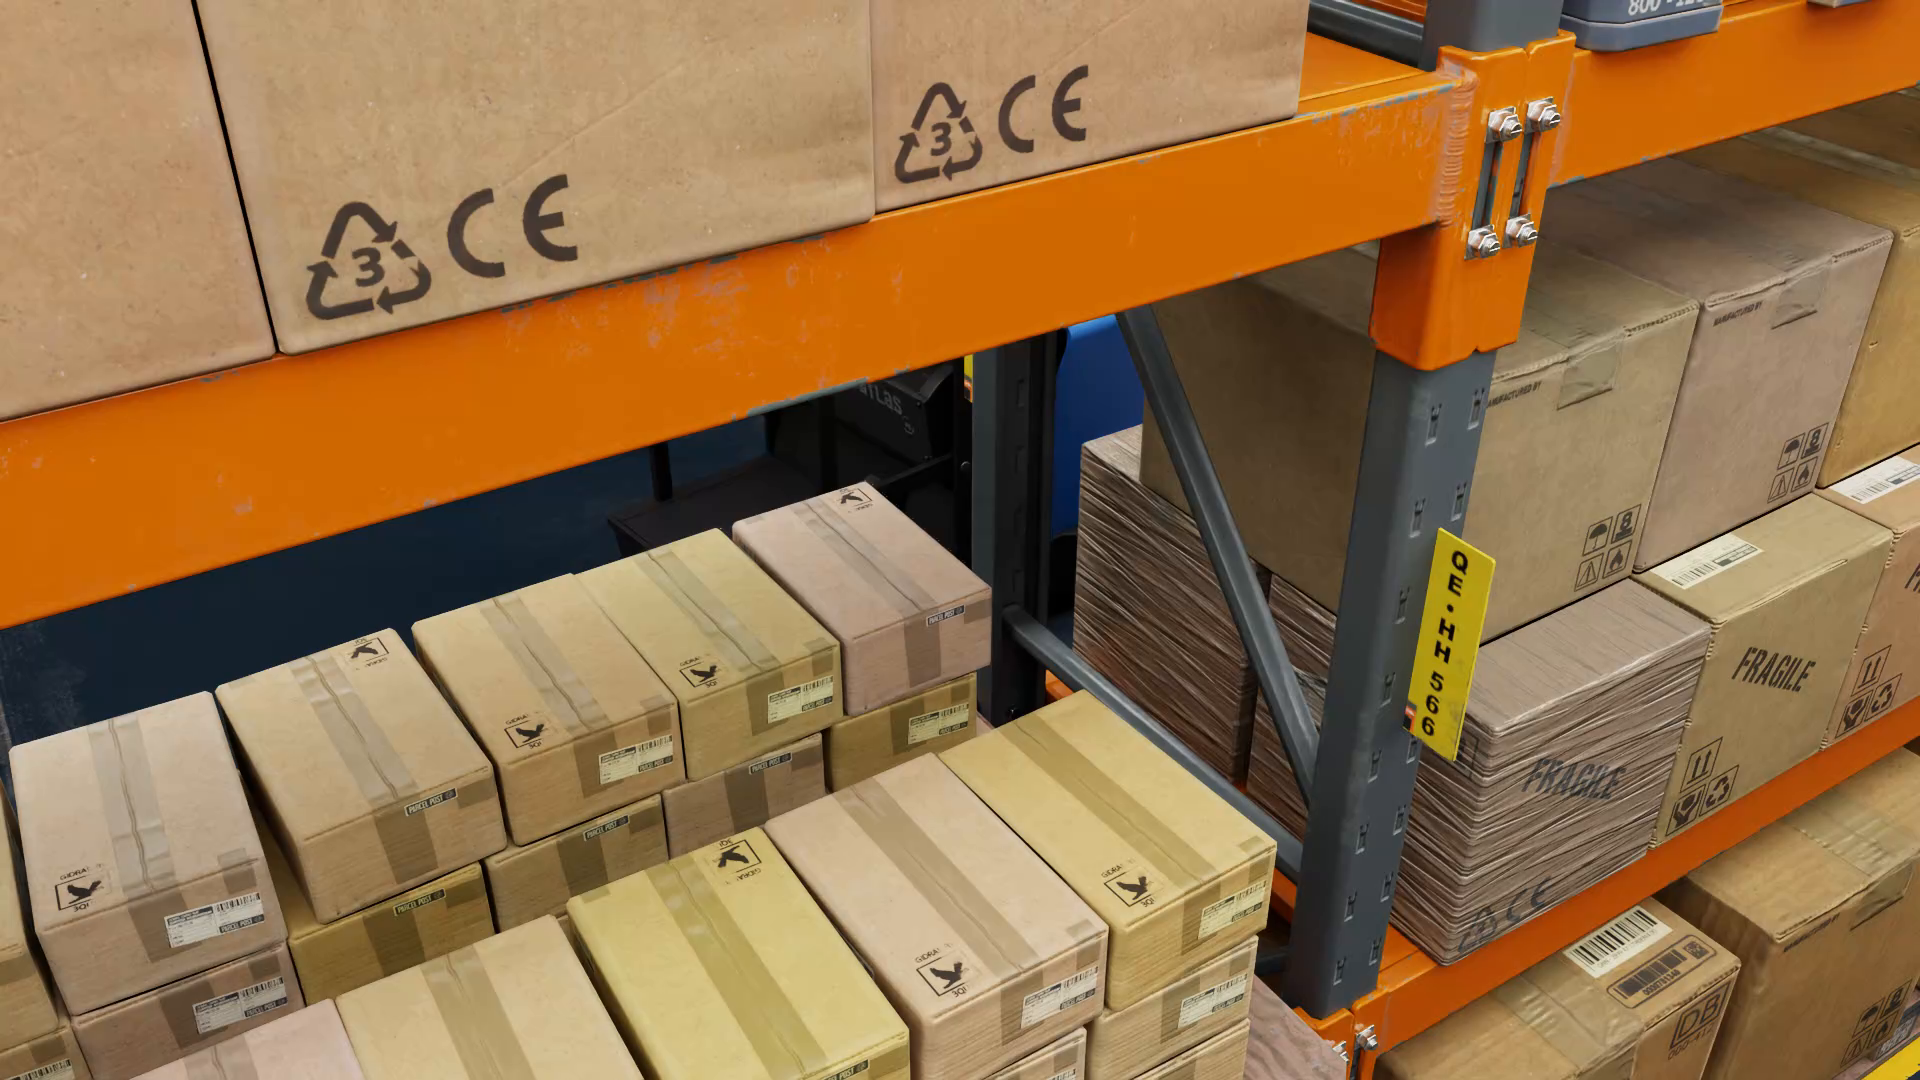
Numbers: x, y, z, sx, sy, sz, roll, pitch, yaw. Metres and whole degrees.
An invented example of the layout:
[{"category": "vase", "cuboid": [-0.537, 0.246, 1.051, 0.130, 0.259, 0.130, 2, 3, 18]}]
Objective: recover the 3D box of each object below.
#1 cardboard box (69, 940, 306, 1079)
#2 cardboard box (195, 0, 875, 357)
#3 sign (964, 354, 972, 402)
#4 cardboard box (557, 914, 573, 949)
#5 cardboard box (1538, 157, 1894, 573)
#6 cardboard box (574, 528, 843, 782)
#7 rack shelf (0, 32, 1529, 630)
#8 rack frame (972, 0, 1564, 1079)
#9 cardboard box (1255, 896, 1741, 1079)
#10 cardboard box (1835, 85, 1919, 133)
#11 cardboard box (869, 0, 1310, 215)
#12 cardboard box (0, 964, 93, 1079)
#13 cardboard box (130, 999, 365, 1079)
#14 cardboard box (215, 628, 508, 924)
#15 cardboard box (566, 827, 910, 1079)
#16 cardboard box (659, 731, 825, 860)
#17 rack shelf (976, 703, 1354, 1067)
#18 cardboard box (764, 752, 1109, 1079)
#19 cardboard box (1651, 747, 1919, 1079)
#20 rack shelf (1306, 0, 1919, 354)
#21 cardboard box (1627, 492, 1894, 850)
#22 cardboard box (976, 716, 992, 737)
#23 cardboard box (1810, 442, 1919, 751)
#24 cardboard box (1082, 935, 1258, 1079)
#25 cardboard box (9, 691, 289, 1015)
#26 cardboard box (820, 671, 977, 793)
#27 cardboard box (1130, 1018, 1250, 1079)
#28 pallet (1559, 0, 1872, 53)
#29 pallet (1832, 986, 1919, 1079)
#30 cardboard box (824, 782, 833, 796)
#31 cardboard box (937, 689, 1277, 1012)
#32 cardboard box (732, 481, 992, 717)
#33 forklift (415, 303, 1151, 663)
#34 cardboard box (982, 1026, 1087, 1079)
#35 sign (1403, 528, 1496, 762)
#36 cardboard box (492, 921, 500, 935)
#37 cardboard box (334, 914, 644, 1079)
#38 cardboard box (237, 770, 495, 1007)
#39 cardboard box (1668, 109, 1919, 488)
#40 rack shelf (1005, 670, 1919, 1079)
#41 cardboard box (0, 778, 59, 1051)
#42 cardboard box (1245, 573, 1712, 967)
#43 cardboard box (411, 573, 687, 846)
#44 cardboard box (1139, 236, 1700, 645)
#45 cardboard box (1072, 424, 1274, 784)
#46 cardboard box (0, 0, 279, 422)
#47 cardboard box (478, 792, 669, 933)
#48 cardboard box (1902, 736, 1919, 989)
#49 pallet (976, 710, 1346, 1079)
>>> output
[{"category": "cardboard box", "cuboid": [-1.046, 0.512, 2.189, 0.250, 0.149, 0.380, -19, 37, -27]}, {"category": "cardboard box", "cuboid": [-0.415, -0.524, 1.364, 0.500, 0.500, 0.500, -19, 37, -27]}, {"category": "sign", "cuboid": [0.037, -0.380, 2.956, 0.005, 0.325, 0.100, -19, 37, -27]}, {"category": "cardboard box", "cuboid": [-0.597, 0.480, 2.519, 0.250, 0.149, 0.380, -17, 36, -25]}, {"category": "cardboard box", "cuboid": [1.148, -0.380, 3.010, 0.500, 0.500, 0.700, -20, 37, -28]}, {"category": "cardboard box", "cuboid": [-0.377, 0.160, 2.469, 0.250, 0.149, 0.380, -20, 37, -29]}, {"category": "rack shelf", "cuboid": [-1.341, -0.029, 1.347, 4.000, 0.370, 1.077, -19, 37, -27]}, {"category": "rack frame", "cuboid": [0.342, 0.359, 2.870, 0.053, 2.616, 0.949, -19, 37, -27]}, {"category": "cardboard box", "cuboid": [0.901, 0.995, 3.575, 0.750, 0.750, 1.050, -20, 37, -28]}, {"category": "cardboard box", "cuboid": [2.007, -0.677, 3.481, 0.500, 0.500, 0.700, -19, 37, -28]}, {"category": "cardboard box", "cuboid": [-0.002, -0.675, 1.603, 0.500, 0.500, 0.500, -19, 37, -27]}, {"category": "cardboard box", "cuboid": [-1.256, 0.583, 2.078, 0.250, 0.149, 0.380, -19, 37, -28]}, {"category": "cardboard box", "cuboid": [-0.684, 0.675, 1.653, 0.250, 0.149, 0.380, -19, 37, -27]}, {"category": "cardboard box", "cuboid": [-0.809, 0.305, 2.239, 0.250, 0.149, 0.380, -21, 38, -29]}, {"category": "cardboard box", "cuboid": [-0.256, 0.529, 1.884, 0.250, 0.149, 0.380, -18, 36, -26]}, {"category": "cardboard box", "cuboid": [-0.401, 0.289, 2.543, 0.250, 0.149, 0.380, -17, 36, -25]}, {"category": "rack shelf", "cuboid": [-1.341, 1.240, 2.148, 4.000, 0.370, 1.077, -19, 37, -27]}, {"category": "cardboard box", "cuboid": [-0.035, 0.453, 2.004, 0.250, 0.149, 0.380, -19, 37, -28]}, {"category": "cardboard box", "cuboid": [1.634, 0.741, 3.978, 0.750, 0.750, 1.050, -18, 37, -27]}, {"category": "rack shelf", "cuboid": [2.021, -1.185, 3.180, 4.000, 0.370, 1.077, -19, 37, -27]}, {"category": "cardboard box", "cuboid": [1.290, 0.158, 3.094, 0.500, 0.500, 0.500, -19, 37, -28]}, {"category": "cardboard box", "cuboid": [-0.145, 0.325, 2.766, 0.250, 0.149, 0.380, -20, 37, -28]}, {"category": "cardboard box", "cuboid": [1.714, 0.012, 3.325, 0.500, 0.500, 0.500, -19, 37, -27]}, {"category": "cardboard box", "cuboid": [0.172, 0.507, 2.198, 0.250, 0.149, 0.380, -18, 37, -26]}, {"category": "cardboard box", "cuboid": [-1.035, 0.384, 2.114, 0.250, 0.149, 0.380, -17, 36, -25]}, {"category": "cardboard box", "cuboid": [-0.174, 0.210, 2.669, 0.250, 0.149, 0.380, -17, 36, -25]}, {"category": "cardboard box", "cuboid": [0.175, 0.635, 2.274, 0.250, 0.149, 0.380, -18, 37, -27]}, {"category": "pallet", "cuboid": [0.853, -1.041, 2.455, 1.003, 0.211, 1.213, -17, 36, -25]}, {"category": "pallet", "cuboid": [2.068, 0.992, 4.479, 1.213, 0.211, 1.003, -19, 37, -27]}, {"category": "cardboard box", "cuboid": [-0.371, 0.402, 2.643, 0.250, 0.149, 0.380, -17, 36, -25]}, {"category": "cardboard box", "cuboid": [0.177, 0.382, 2.118, 0.250, 0.149, 0.380, -21, 38, -29]}, {"category": "cardboard box", "cuboid": [-0.157, 0.082, 2.592, 0.250, 0.149, 0.380, -19, 37, -27]}, {"category": "forklift", "cuboid": [-0.512, -0.971, 5.042, 3.031, 2.935, 1.130, -24, 40, -33]}, {"category": "cardboard box", "cuboid": [-0.052, 0.585, 2.074, 0.250, 0.149, 0.380, -18, 36, -26]}, {"category": "sign", "cuboid": [0.642, 0.142, 2.203, 0.005, 0.325, 0.100, -19, 37, -27]}, {"category": "cardboard box", "cuboid": [-0.823, 0.559, 2.394, 0.250, 0.149, 0.380, -17, 36, -25]}, {"category": "cardboard box", "cuboid": [-0.478, 0.608, 1.759, 0.250, 0.149, 0.380, -18, 36, -26]}, {"category": "cardboard box", "cuboid": [-0.836, 0.441, 2.303, 0.250, 0.149, 0.380, -19, 37, -27]}, {"category": "cardboard box", "cuboid": [1.578, -0.529, 3.247, 0.500, 0.500, 0.700, -20, 37, -28]}, {"category": "rack shelf", "cuboid": [2.021, 0.083, 3.981, 4.000, 0.370, 1.077, -19, 37, -27]}, {"category": "cardboard box", "cuboid": [-1.257, 0.462, 1.991, 0.250, 0.149, 0.380, -18, 36, -26]}, {"category": "cardboard box", "cuboid": [0.864, 0.306, 2.859, 0.500, 0.500, 0.500, -19, 37, -27]}, {"category": "cardboard box", "cuboid": [-0.586, 0.229, 2.360, 0.250, 0.149, 0.380, -19, 37, -28]}, {"category": "cardboard box", "cuboid": [0.723, -0.233, 2.777, 0.500, 0.500, 0.700, -19, 37, -28]}, {"category": "cardboard box", "cuboid": [0.574, 0.064, 3.243, 0.500, 0.500, 0.500, -19, 37, -27]}, {"category": "cardboard box", "cuboid": [-0.838, -0.382, 1.138, 0.500, 0.500, 0.500, -19, 37, -27]}, {"category": "cardboard box", "cuboid": [-0.624, 0.368, 2.419, 0.250, 0.149, 0.380, -20, 37, -29]}, {"category": "cardboard box", "cuboid": [2.417, 0.472, 4.406, 0.750, 0.750, 1.050, -19, 37, -27]}, {"category": "pallet", "cuboid": [-0.201, 0.692, 2.521, 1.003, 0.211, 1.213, -19, 37, -27]}]
